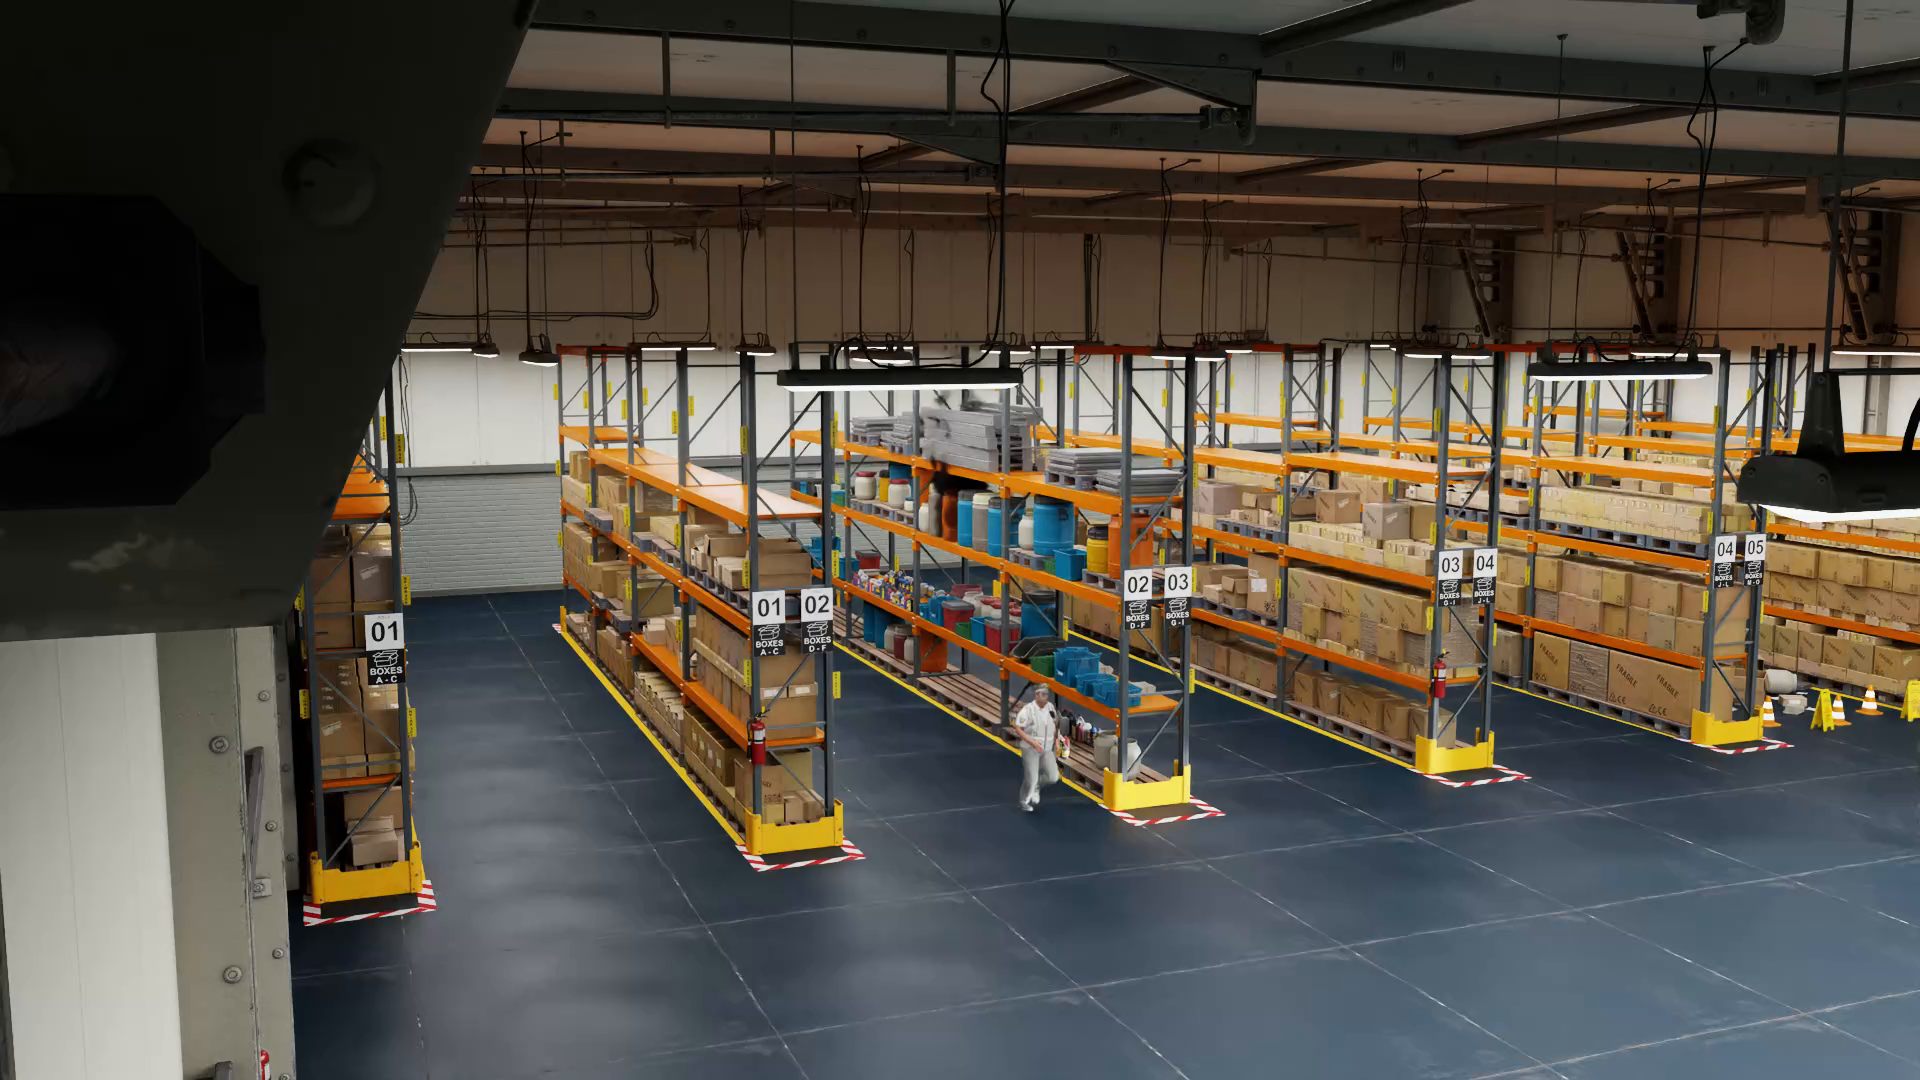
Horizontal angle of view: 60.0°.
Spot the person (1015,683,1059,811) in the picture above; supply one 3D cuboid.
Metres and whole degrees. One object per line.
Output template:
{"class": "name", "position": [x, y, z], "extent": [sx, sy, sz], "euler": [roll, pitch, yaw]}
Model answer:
{"class": "person", "position": [1.065, 2.708, 21.800], "extent": [0.720, 1.702, 0.539], "euler": [-4, 8, -30]}
